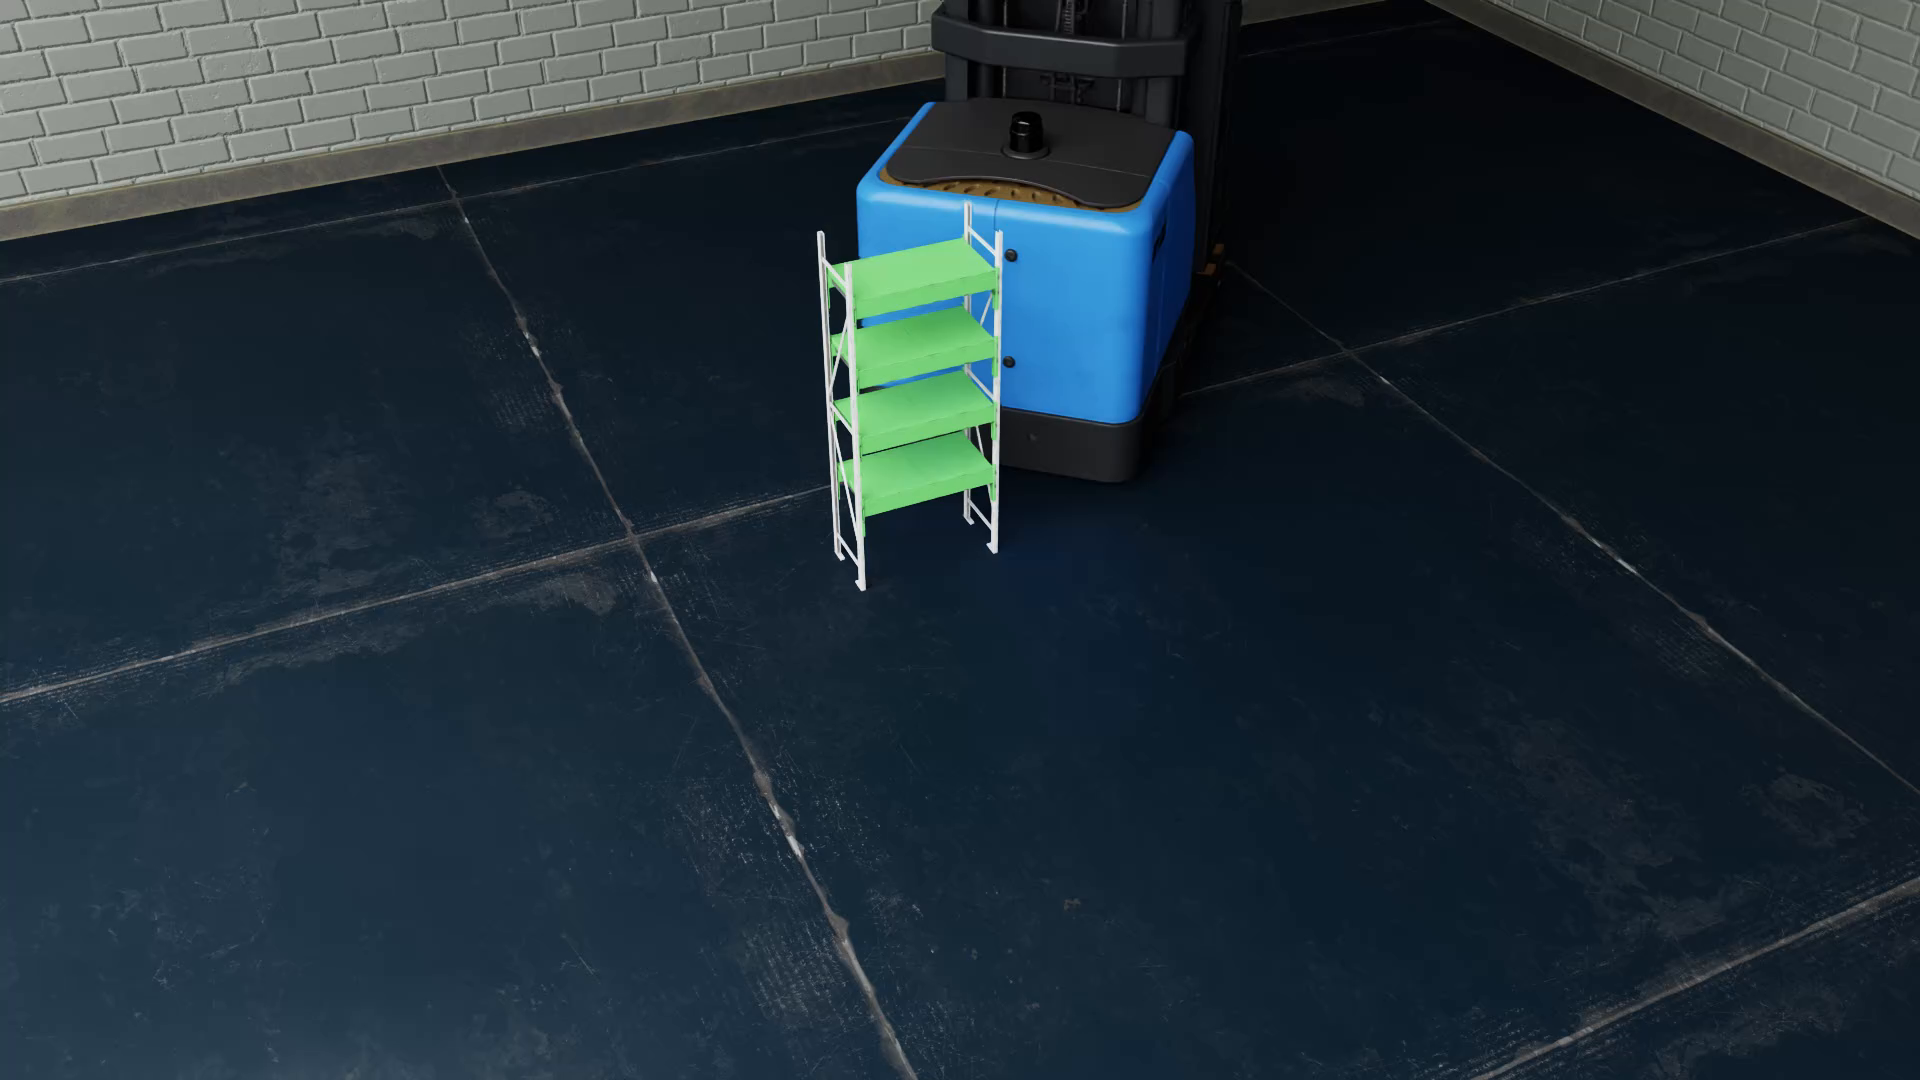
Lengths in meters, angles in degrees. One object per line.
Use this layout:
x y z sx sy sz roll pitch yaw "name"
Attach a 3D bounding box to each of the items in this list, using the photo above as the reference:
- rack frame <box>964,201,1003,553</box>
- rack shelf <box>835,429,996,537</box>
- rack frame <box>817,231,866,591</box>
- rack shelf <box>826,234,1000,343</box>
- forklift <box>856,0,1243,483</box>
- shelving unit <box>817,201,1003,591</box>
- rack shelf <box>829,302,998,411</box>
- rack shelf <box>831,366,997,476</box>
0.071 -0.502 5.419 0.015 1.200 0.240 -16 39 -20 "rack frame"
-0.150 -0.196 5.517 0.480 0.148 0.258 -16 39 -20 "rack shelf"
-0.371 -0.378 5.253 0.015 1.200 0.240 -16 39 -20 "rack frame"
-0.150 -0.774 5.088 0.480 0.148 0.258 -16 39 -20 "rack shelf"
0.549 -2.259 6.335 1.130 2.935 3.031 10 38 13 "forklift"
-0.150 -0.440 5.336 0.503 1.200 0.258 -16 39 -20 "shelving unit"
-0.150 -0.581 5.231 0.480 0.148 0.258 -16 39 -20 "rack shelf"
-0.150 -0.389 5.374 0.480 0.148 0.258 -16 39 -20 "rack shelf"
